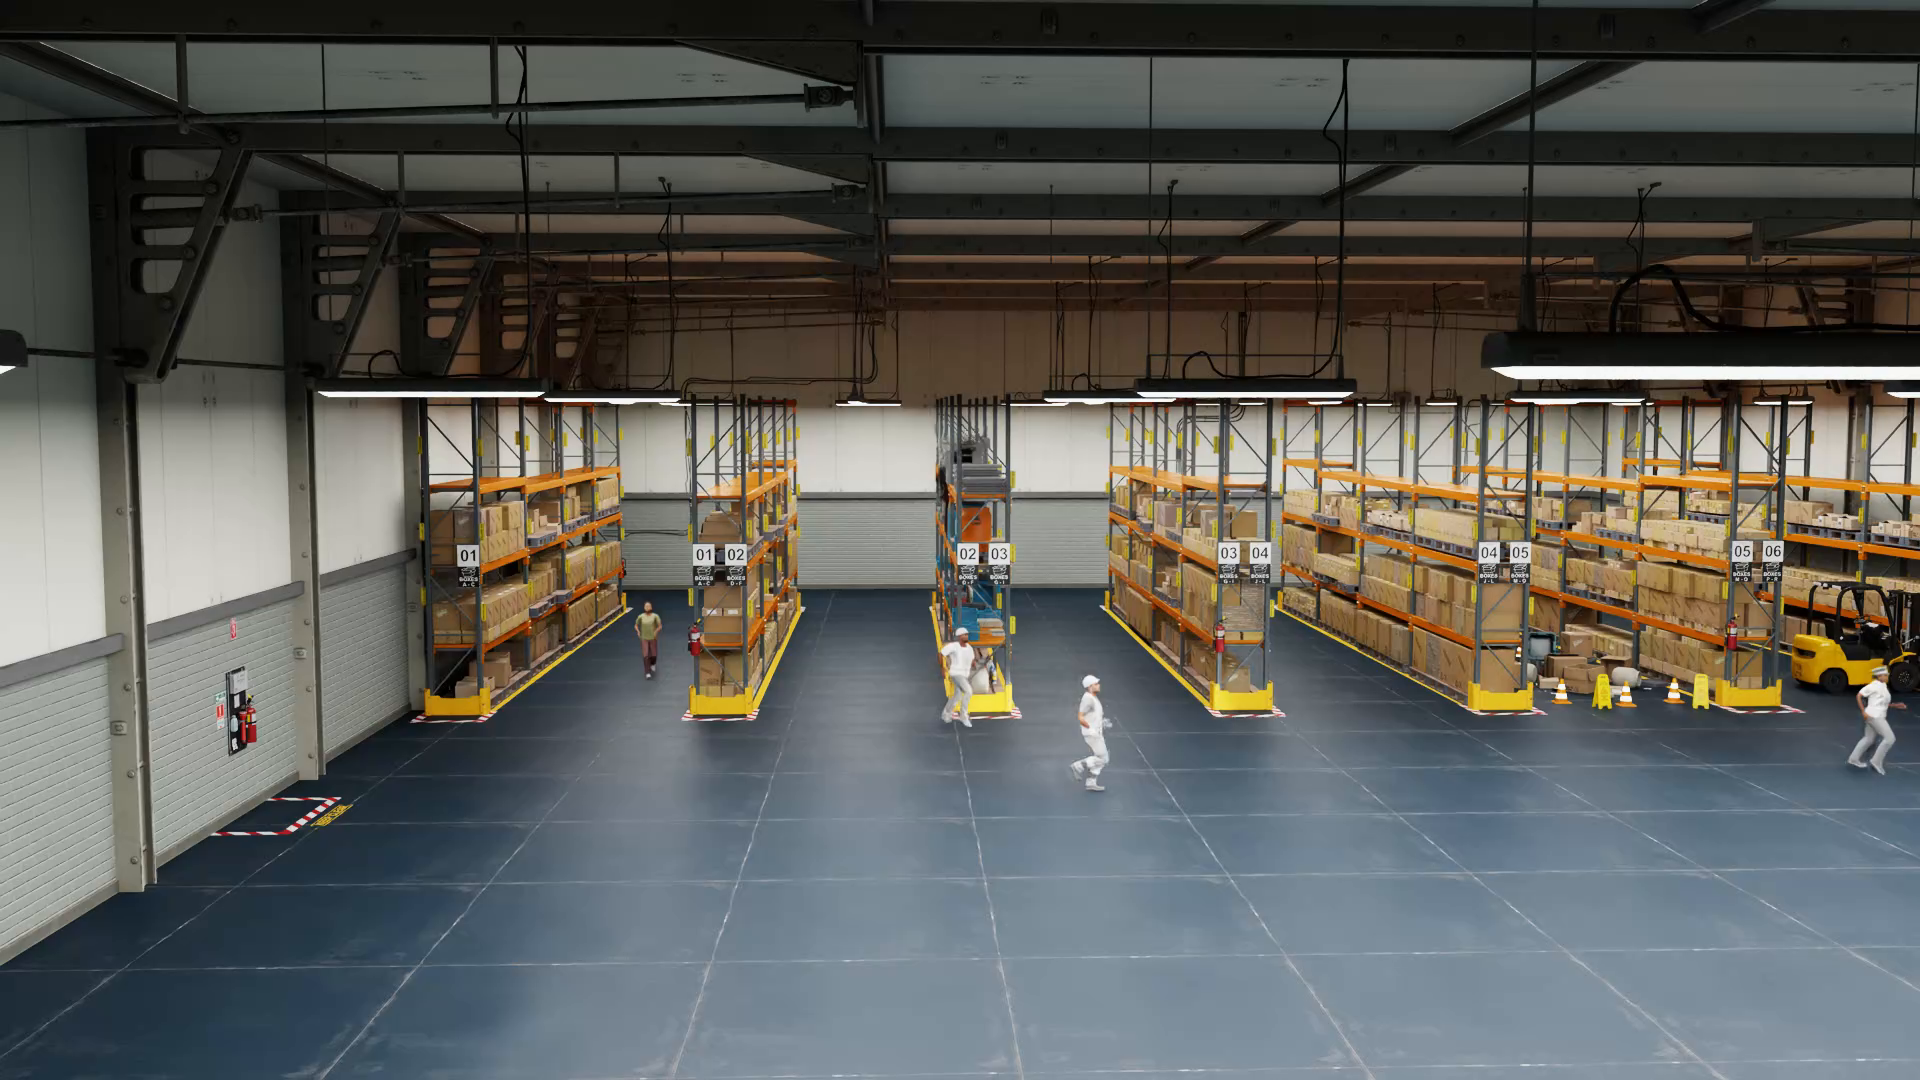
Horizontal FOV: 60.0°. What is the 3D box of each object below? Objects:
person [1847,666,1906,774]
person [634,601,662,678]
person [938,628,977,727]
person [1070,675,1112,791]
[{"bbox_3d":[14.452,2.826,26.194,0.790,1.725,0.537,4,6,38],"label":"person"},{"bbox_3d":[-6.668,2.113,35.548,0.580,1.619,0.609,-1,5,-10],"label":"person"},{"bbox_3d":[0.028,2.467,30.198,0.744,1.749,0.704,3,6,36],"label":"person"},{"bbox_3d":[1.968,2.895,24.939,0.601,1.738,0.658,1,5,12],"label":"person"}]
